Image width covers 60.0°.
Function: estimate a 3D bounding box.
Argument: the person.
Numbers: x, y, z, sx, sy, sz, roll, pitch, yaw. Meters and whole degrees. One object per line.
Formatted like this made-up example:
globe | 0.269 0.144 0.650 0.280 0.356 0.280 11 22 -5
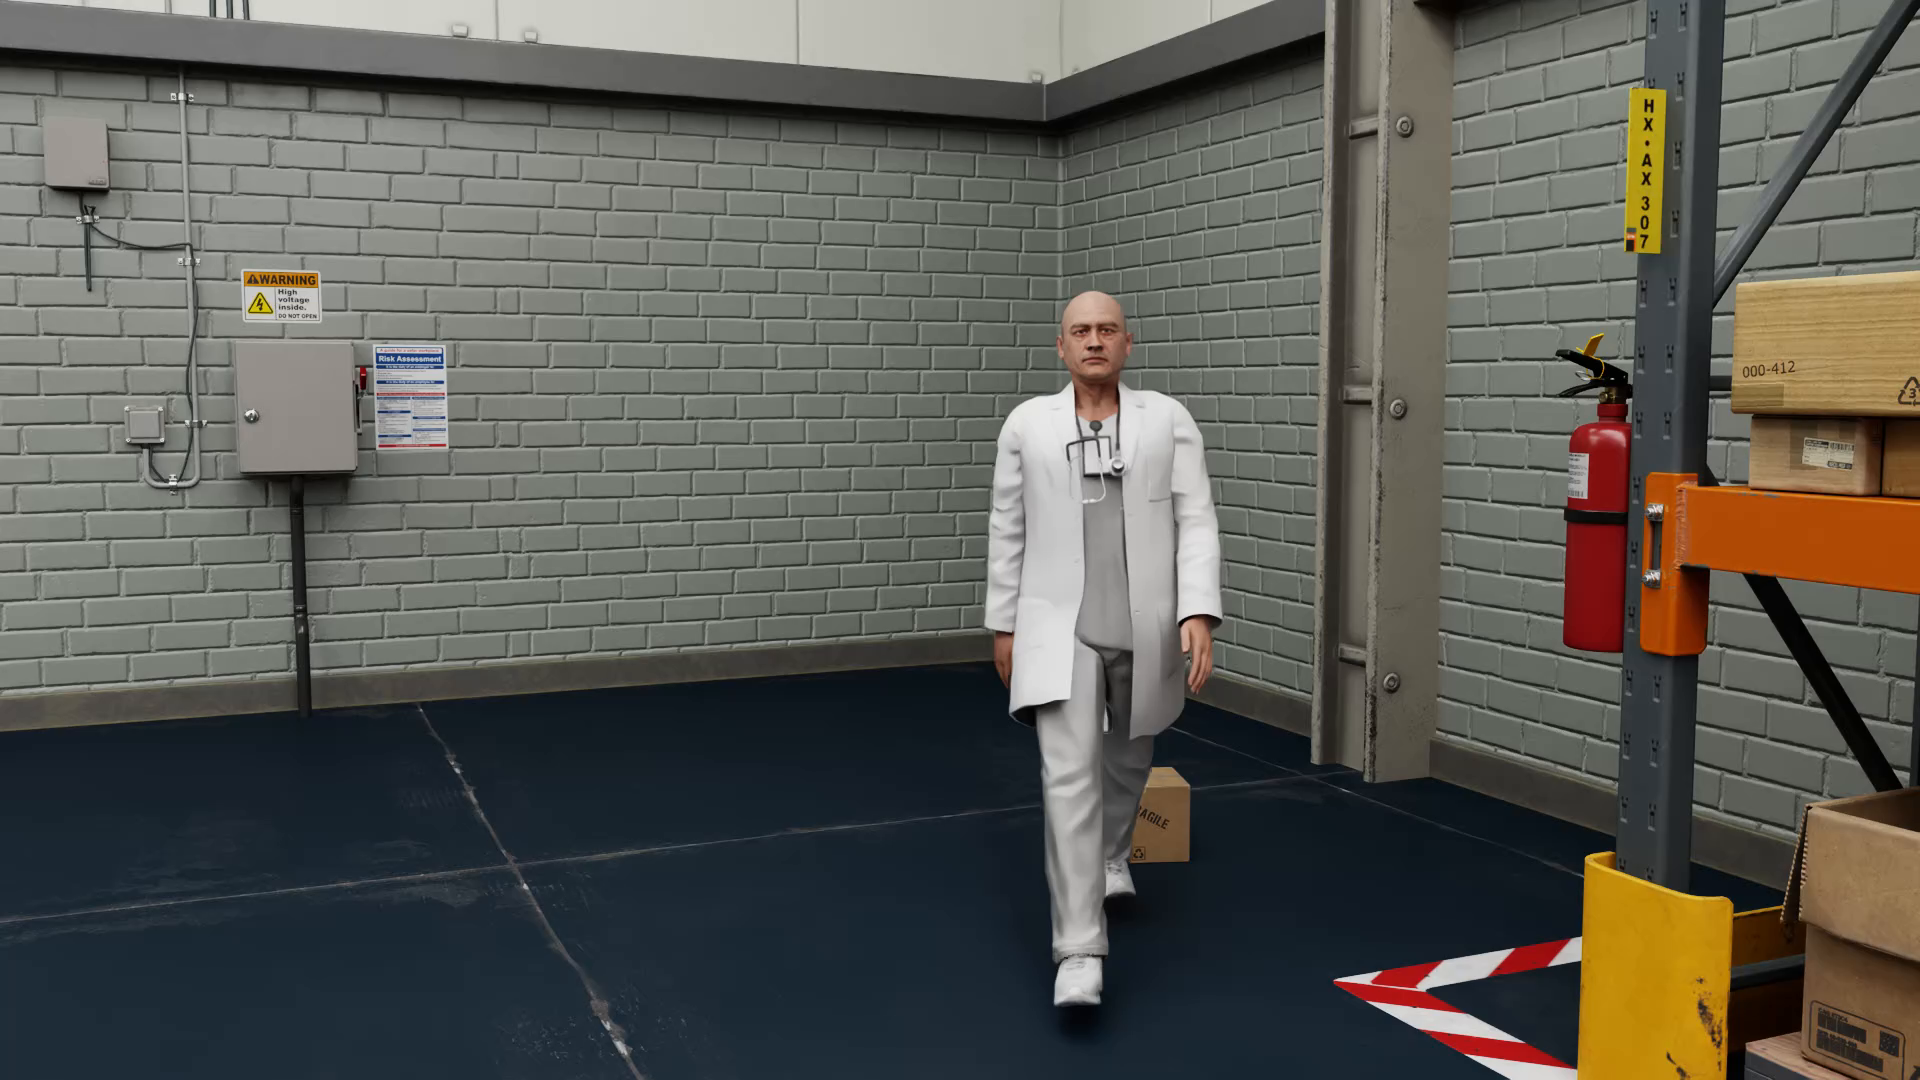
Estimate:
person | 0.365 0.228 4.296 0.586 1.729 1.171 0 5 -3
